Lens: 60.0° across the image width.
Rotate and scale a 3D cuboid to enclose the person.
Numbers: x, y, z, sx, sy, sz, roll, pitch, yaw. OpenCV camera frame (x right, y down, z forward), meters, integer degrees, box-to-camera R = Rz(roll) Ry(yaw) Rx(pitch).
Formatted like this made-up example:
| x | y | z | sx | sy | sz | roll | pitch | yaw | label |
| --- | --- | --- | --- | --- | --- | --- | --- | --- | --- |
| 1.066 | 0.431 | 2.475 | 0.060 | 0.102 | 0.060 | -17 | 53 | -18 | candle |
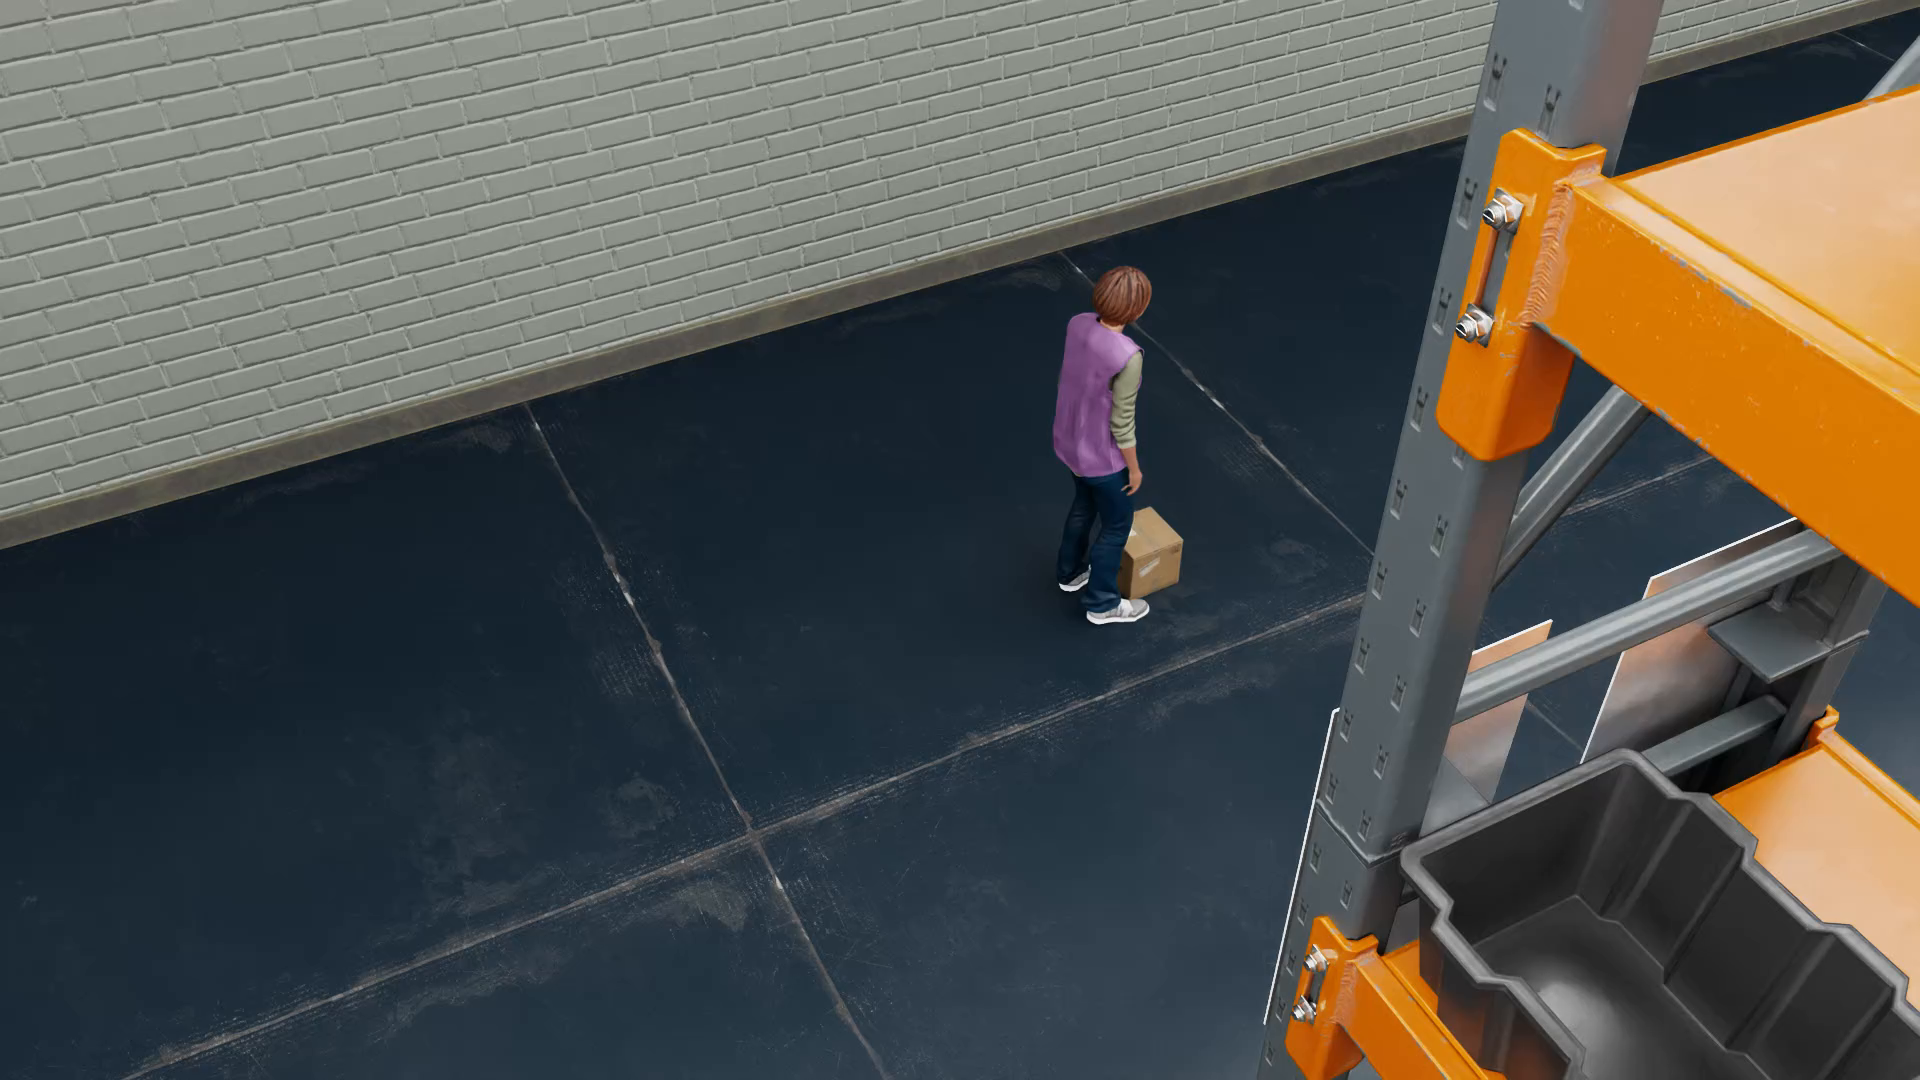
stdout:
| x | y | z | sx | sy | sz | roll | pitch | yaw | label |
| --- | --- | --- | --- | --- | --- | --- | --- | --- | --- |
| 0.555 | -0.284 | 6.635 | 0.346 | 1.391 | 0.472 | -21 | 46 | -22 | person |
